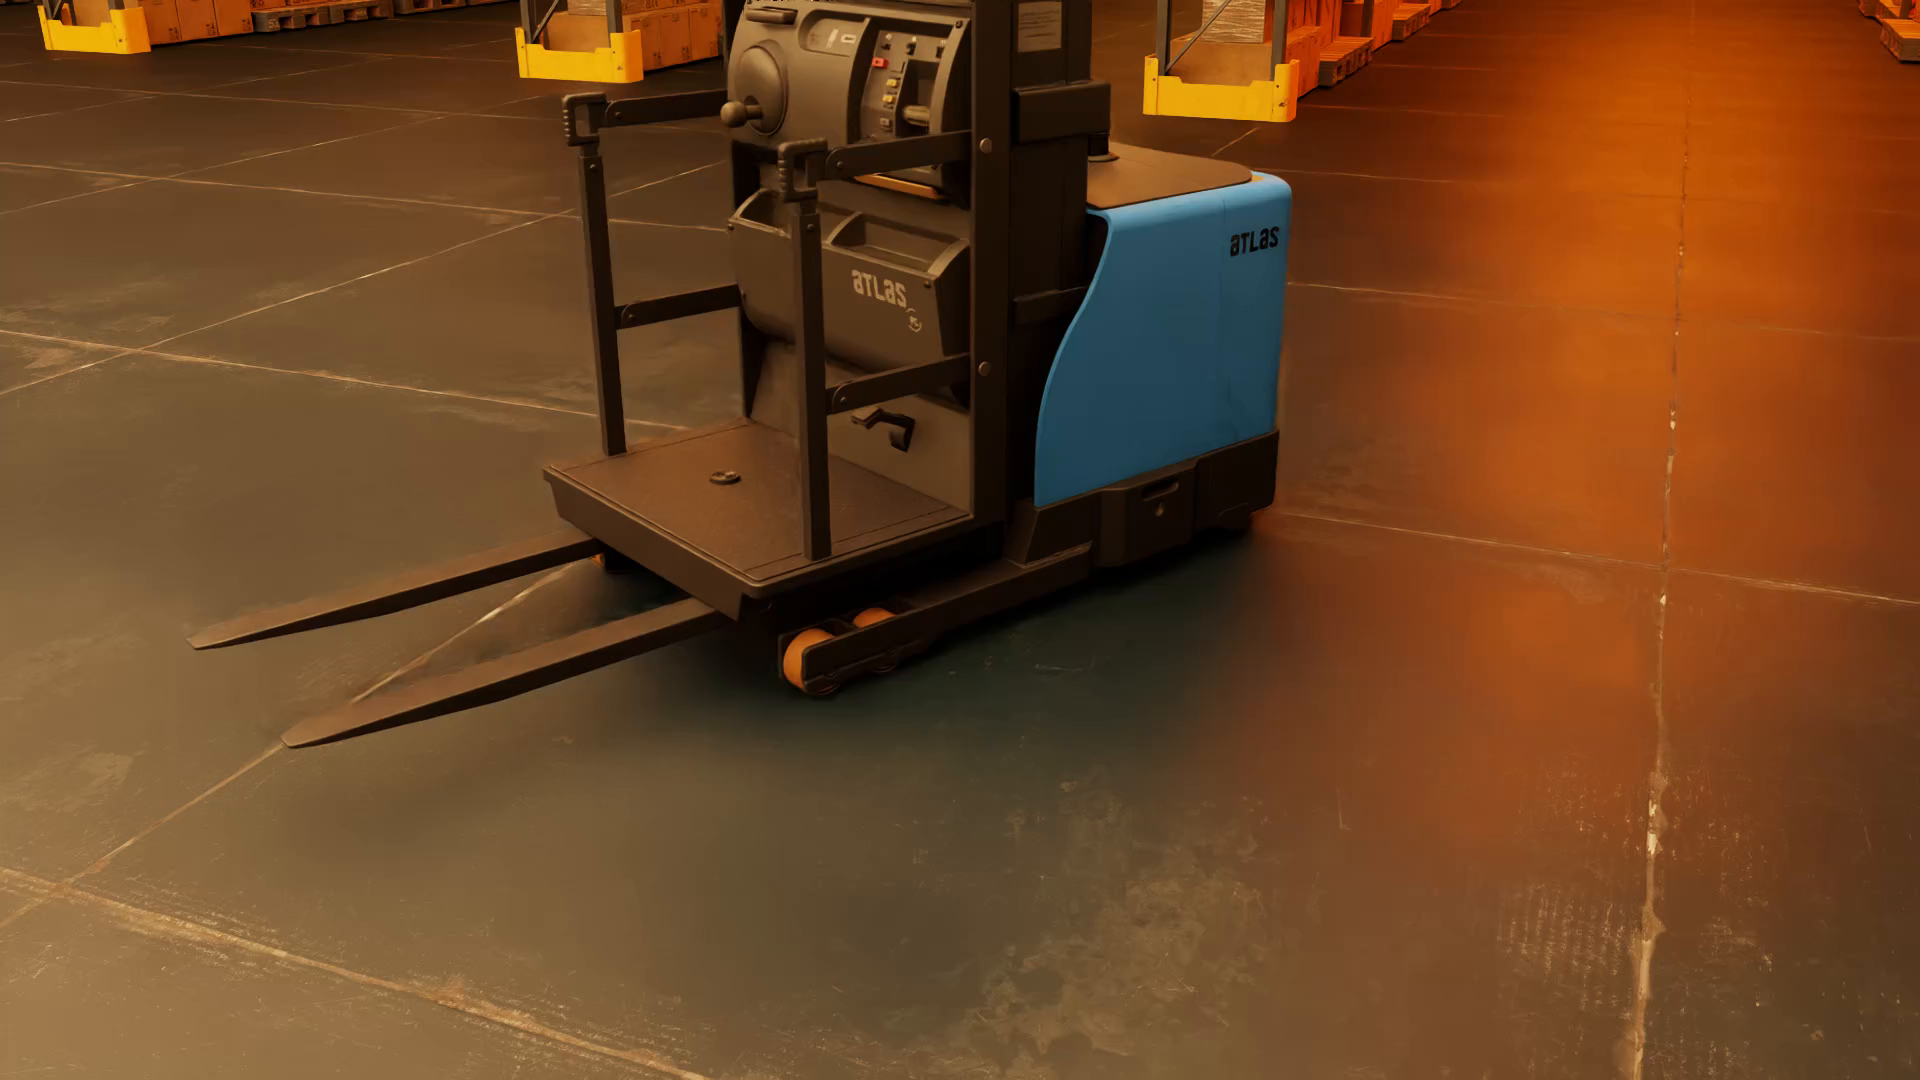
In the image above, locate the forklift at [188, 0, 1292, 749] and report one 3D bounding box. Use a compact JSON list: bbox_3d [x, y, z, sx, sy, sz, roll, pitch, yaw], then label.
[{"bbox_3d":[-0.466,-1.189,4.138,3.031,2.935,1.130,-18,29,-37],"label":"forklift"}]
